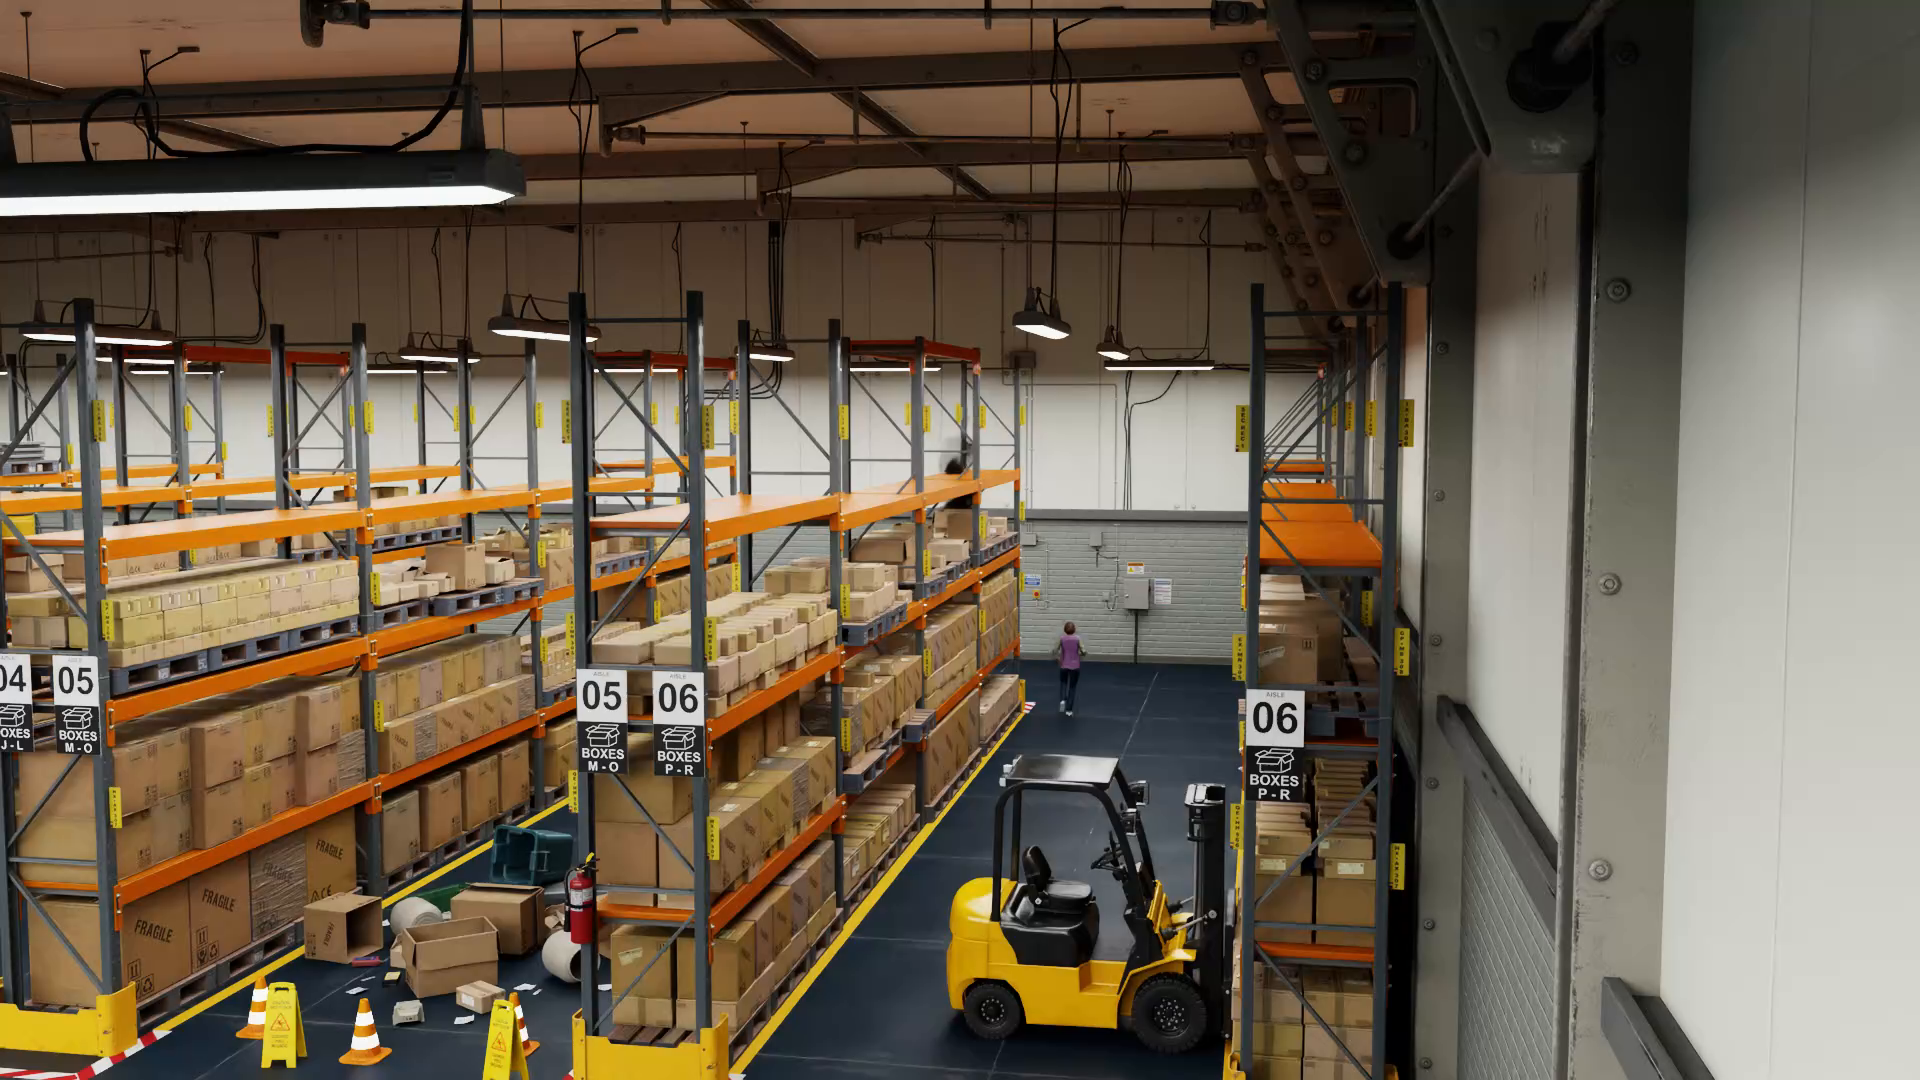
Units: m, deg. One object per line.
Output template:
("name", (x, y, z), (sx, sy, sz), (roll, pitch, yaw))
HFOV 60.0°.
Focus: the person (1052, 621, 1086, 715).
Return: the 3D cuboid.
("person", (1.845, 2.132, 27.901), (0.560, 1.565, 0.504), (1, 5, 10))
